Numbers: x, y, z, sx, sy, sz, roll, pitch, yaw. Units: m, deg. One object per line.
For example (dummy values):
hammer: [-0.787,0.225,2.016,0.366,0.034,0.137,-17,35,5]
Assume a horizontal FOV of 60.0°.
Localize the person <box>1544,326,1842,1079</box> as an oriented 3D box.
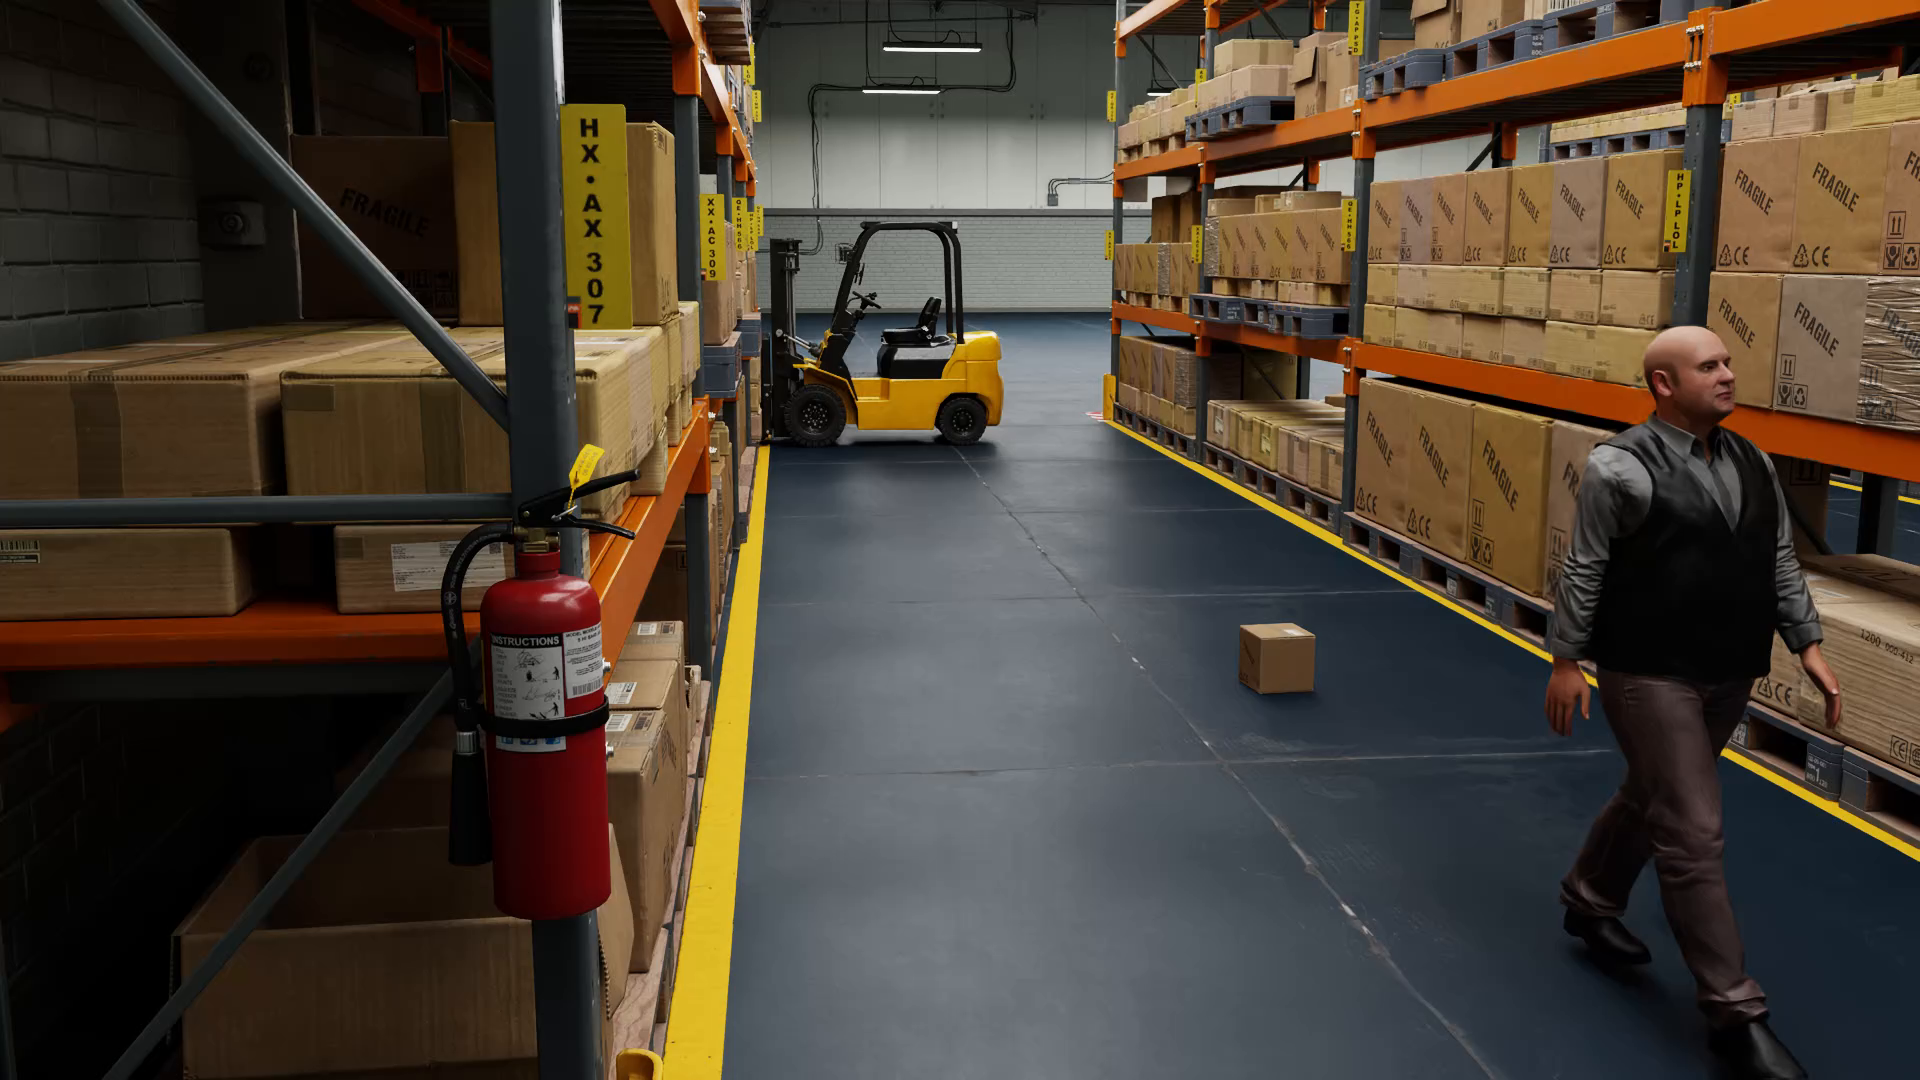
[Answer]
person: [1.814,0.330,4.005,0.575,1.670,0.978,-4,11,-21]
